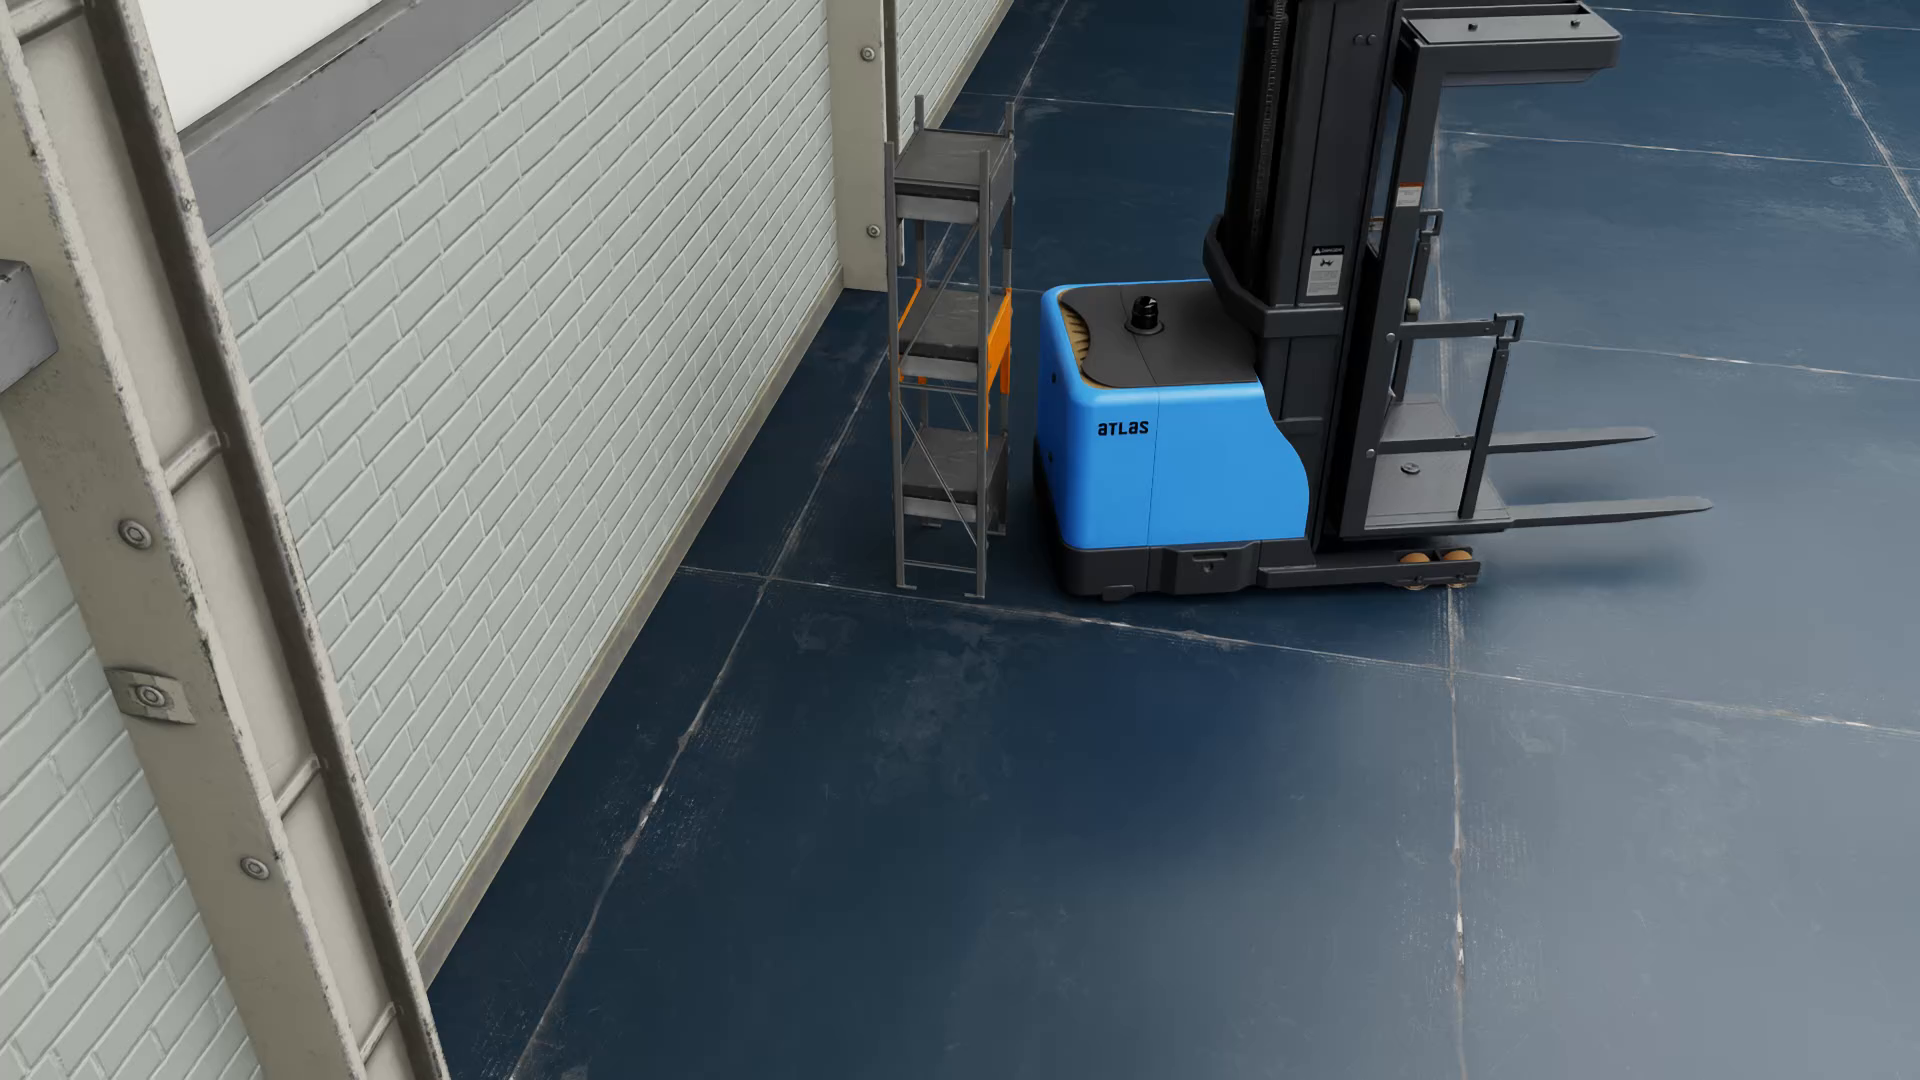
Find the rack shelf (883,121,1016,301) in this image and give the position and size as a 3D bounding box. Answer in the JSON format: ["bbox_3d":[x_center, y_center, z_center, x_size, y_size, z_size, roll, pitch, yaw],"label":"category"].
[{"bbox_3d":[-0.035,-1.311,6.600,0.431,0.518,0.480,7,37,10],"label":"rack shelf"}]

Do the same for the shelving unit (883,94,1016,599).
[{"bbox_3d":[-0.035,-0.755,7.003,0.431,2.100,0.503,7,37,10],"label":"shelving unit"}]

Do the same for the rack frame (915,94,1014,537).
[{"bbox_3d":[0.017,-0.895,7.196,0.400,2.100,0.015,7,37,10],"label":"rack frame"}]

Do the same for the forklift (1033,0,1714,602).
[{"bbox_3d":[1.900,-1.270,7.004,3.031,2.935,1.130,-3,36,-4],"label":"forklift"}]

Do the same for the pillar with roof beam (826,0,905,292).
[{"bbox_3d":[3.678,-4.692,6.556,9.100,9.000,0.400,7,37,10],"label":"pillar with roof beam"}]

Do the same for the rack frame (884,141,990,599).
[{"bbox_3d":[-0.087,-0.615,6.810,0.400,2.100,0.015,7,37,10],"label":"rack frame"}]

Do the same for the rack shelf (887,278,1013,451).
[{"bbox_3d":[-0.035,-0.744,7.011,0.431,0.518,0.480,7,37,10],"label":"rack shelf"}]

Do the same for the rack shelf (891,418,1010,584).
[{"bbox_3d":[-0.035,-0.177,7.422,0.431,0.518,0.480,7,37,10],"label":"rack shelf"}]

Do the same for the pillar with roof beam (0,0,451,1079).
[{"bbox_3d":[2.397,-1.252,1.810,9.100,9.000,0.400,7,37,10],"label":"pillar with roof beam"}]
